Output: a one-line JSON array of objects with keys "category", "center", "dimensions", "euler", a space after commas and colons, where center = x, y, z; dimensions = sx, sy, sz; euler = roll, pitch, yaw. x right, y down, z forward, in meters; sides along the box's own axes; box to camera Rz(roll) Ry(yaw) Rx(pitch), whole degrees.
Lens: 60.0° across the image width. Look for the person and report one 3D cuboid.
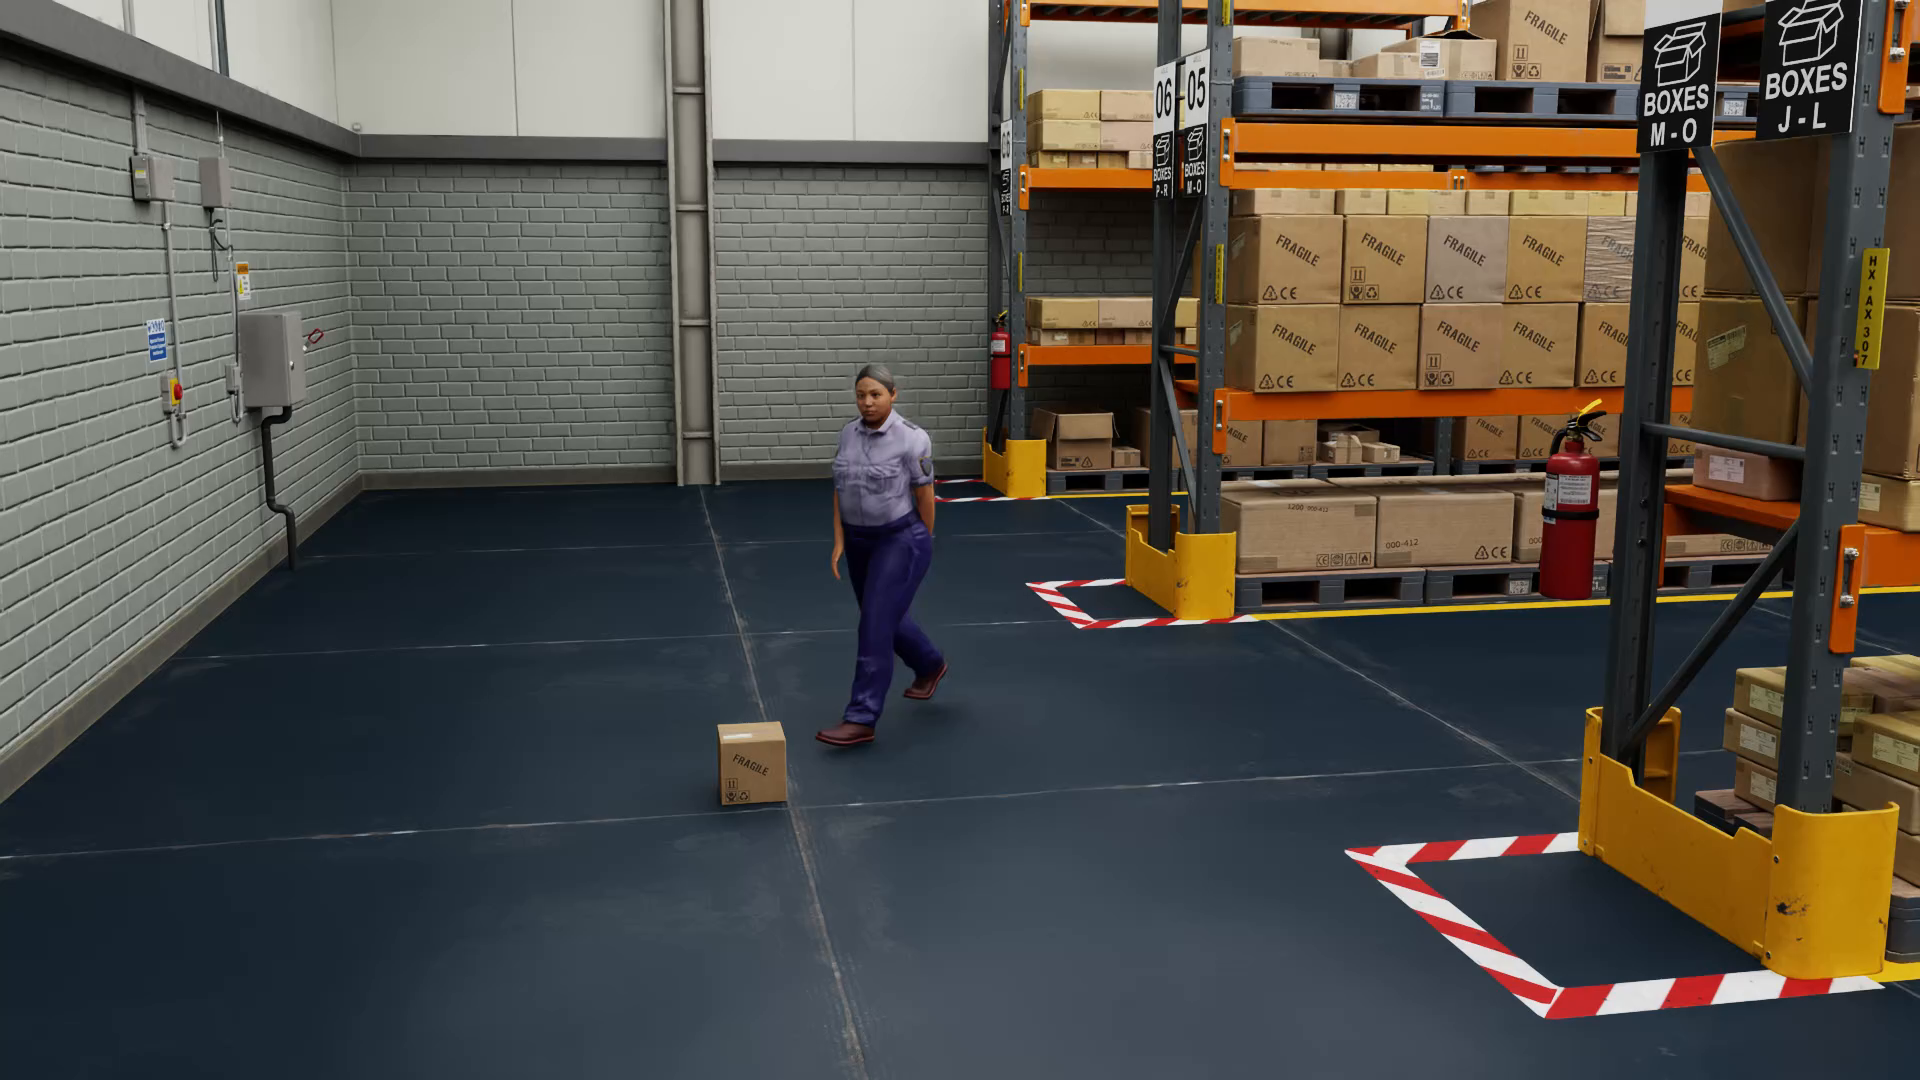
[{"category": "person", "center": [-0.316, 0.030, 7.261], "dimensions": [0.450, 1.610, 0.981], "euler": [8, 13, 39]}]
